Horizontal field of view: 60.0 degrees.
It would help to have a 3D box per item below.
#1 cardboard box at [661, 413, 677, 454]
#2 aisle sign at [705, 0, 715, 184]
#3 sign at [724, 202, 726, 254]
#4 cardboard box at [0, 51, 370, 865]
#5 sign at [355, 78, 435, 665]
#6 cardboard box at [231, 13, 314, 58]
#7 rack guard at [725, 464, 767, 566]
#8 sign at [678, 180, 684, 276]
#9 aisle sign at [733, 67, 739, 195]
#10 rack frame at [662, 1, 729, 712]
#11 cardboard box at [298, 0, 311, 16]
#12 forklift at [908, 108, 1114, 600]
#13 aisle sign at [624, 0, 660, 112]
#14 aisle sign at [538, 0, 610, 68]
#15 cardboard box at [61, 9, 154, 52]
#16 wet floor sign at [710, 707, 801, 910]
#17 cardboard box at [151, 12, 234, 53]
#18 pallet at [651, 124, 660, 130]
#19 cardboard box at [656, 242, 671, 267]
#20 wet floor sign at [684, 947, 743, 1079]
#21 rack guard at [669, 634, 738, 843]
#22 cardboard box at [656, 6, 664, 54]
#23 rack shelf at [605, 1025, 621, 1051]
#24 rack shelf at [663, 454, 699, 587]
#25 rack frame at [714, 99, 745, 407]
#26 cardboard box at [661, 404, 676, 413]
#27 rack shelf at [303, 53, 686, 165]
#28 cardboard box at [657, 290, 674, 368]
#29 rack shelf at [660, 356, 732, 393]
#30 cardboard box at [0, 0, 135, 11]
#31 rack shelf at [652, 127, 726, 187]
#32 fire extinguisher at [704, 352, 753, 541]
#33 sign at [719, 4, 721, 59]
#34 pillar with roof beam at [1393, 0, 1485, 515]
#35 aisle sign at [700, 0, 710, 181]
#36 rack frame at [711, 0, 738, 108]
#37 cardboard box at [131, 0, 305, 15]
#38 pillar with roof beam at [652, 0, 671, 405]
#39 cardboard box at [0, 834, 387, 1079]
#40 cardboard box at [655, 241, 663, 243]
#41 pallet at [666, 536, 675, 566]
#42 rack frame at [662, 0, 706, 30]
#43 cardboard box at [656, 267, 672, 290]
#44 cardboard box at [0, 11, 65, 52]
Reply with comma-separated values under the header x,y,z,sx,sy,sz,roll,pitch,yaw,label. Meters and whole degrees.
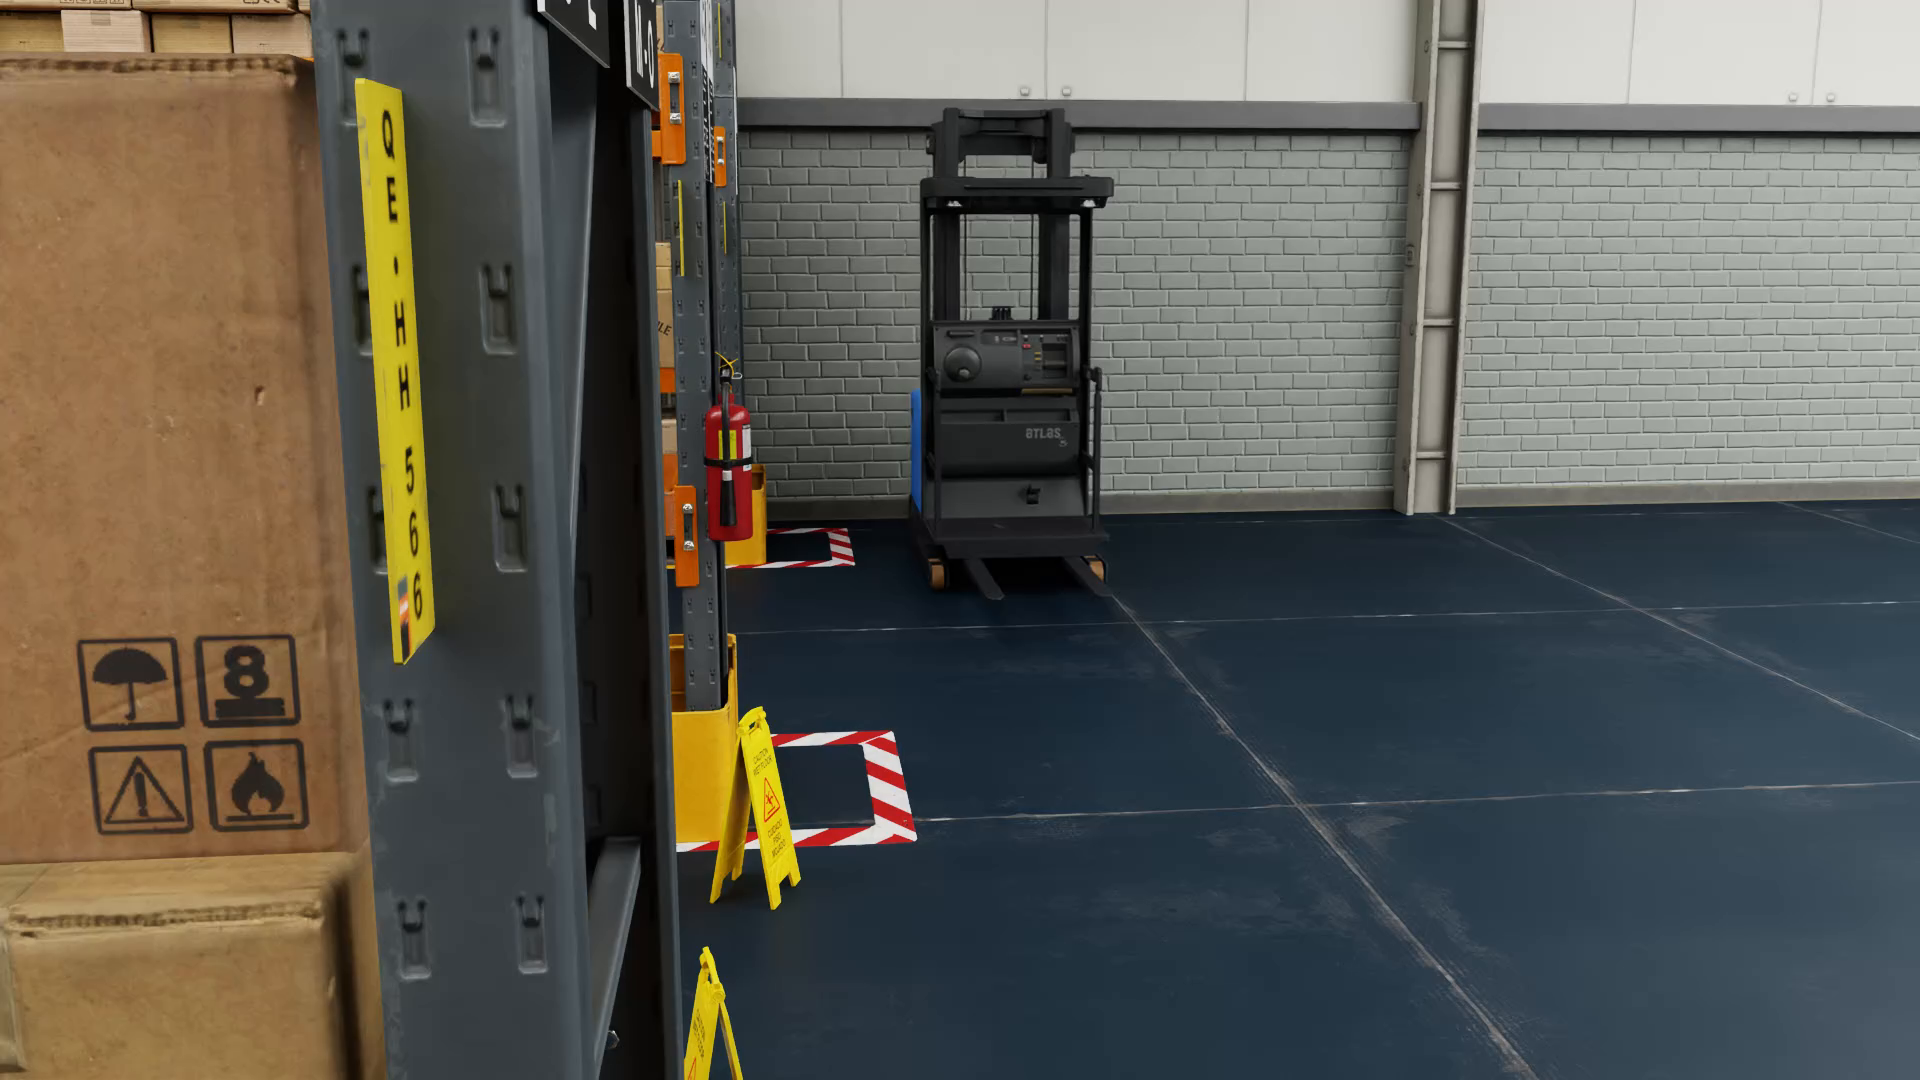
x,y,z,sx,sy,sz,roll,pitch,yaw,label
-1.970,-0.694,11.068,0.500,0.250,0.500,-1,11,-4,cardboard box
-0.978,-1.800,6.510,0.004,0.787,0.394,-1,11,-6,aisle sign
-1.501,-1.996,10.628,0.005,0.325,0.100,-1,11,-6,sign
-0.744,-0.120,1.513,0.550,0.550,0.875,-1,11,-6,cardboard box
-0.326,-0.097,0.968,0.005,0.325,0.100,-1,11,-6,sign
-2.344,-1.734,5.788,0.250,0.149,0.380,-1,11,-7,cardboard box
-1.522,-0.190,11.537,0.348,0.500,1.175,-1,11,-6,rack guard
-0.966,-1.080,5.766,0.005,0.325,0.100,-1,11,-6,sign
-1.449,-2.636,10.763,0.004,0.787,0.394,-1,11,-6,aisle sign
-1.006,-0.464,6.452,0.127,3.000,1.000,-1,11,-6,rack frame
-1.988,-1.938,5.792,0.500,0.250,0.500,-1,11,-7,cardboard box
0.321,-1.194,10.342,1.130,2.935,3.031,-1,11,-7,forklift
-0.333,-0.851,1.683,0.004,0.787,0.394,-1,11,-6,aisle sign
-0.268,-0.736,1.098,0.004,0.787,0.394,-1,11,-6,aisle sign
-2.853,-1.711,5.670,0.250,0.149,0.380,-1,11,-7,cardboard box
-0.702,0.893,5.655,0.232,0.644,0.267,3,11,14,wet floor sign
-2.607,-1.730,5.767,0.250,0.149,0.380,-2,11,-8,cardboard box
-2.252,-2.834,10.963,1.213,0.211,1.003,-1,11,-6,pallet
-1.879,-1.881,10.949,0.250,0.149,0.380,-1,11,-6,cardboard box
-0.556,1.258,3.795,0.232,0.644,0.267,-3,12,-16,wet floor sign
-1.082,0.764,6.685,0.348,0.500,1.175,-1,11,-6,rack guard
-1.960,-3.136,10.659,0.500,0.500,0.500,-1,11,-4,cardboard box
-2.360,0.878,1.491,4.000,0.370,1.077,-1,11,-6,rack shelf
-2.995,-0.069,6.309,4.000,0.370,1.077,-1,11,-6,rack shelf
-1.546,-1.416,11.293,0.127,3.000,1.000,-1,11,-6,rack frame
-2.044,-0.789,11.555,0.500,0.250,0.500,-1,11,-7,cardboard box
-2.995,-1.541,6.020,4.000,0.370,1.077,-1,11,-6,rack shelf
-2.007,-1.404,10.975,0.500,0.500,0.500,-1,11,-7,cardboard box
-3.534,-1.021,11.151,4.000,0.370,1.077,-1,11,-6,rack shelf
-3.003,-1.913,5.663,0.500,0.250,0.500,-1,11,-6,cardboard box
-3.534,-2.493,10.861,4.000,0.370,1.077,-1,11,-6,rack shelf
-0.843,-0.340,6.022,0.183,0.674,0.296,-1,11,-6,fire extinguisher
-1.501,-3.179,10.395,0.005,0.325,0.100,-1,11,-6,sign
4.094,-3.817,7.956,0.400,9.000,9.100,-1,11,-6,pillar with roof beam
-0.913,-1.685,5.924,0.004,0.787,0.394,-1,11,-6,aisle sign
-1.546,-4.359,10.714,0.127,3.000,1.000,-1,11,-6,rack frame
-2.501,-1.924,5.719,0.500,0.250,0.500,-1,11,-4,cardboard box
-1.871,-3.692,7.320,0.400,9.000,9.100,-1,11,-6,pillar with roof beam
-0.735,0.426,1.536,0.550,0.550,0.875,-1,11,-6,cardboard box
-2.174,-1.969,11.398,0.250,0.149,0.380,-1,11,-4,cardboard box
-2.302,-0.024,11.440,1.213,0.211,1.003,-1,11,-6,pallet
-1.006,-3.408,5.873,0.127,3.000,1.000,-1,11,-6,rack frame
-1.860,-1.722,10.911,0.250,0.149,0.380,-1,11,-5,cardboard box
-3.111,-1.721,5.719,0.250,0.149,0.380,-1,11,-6,cardboard box
